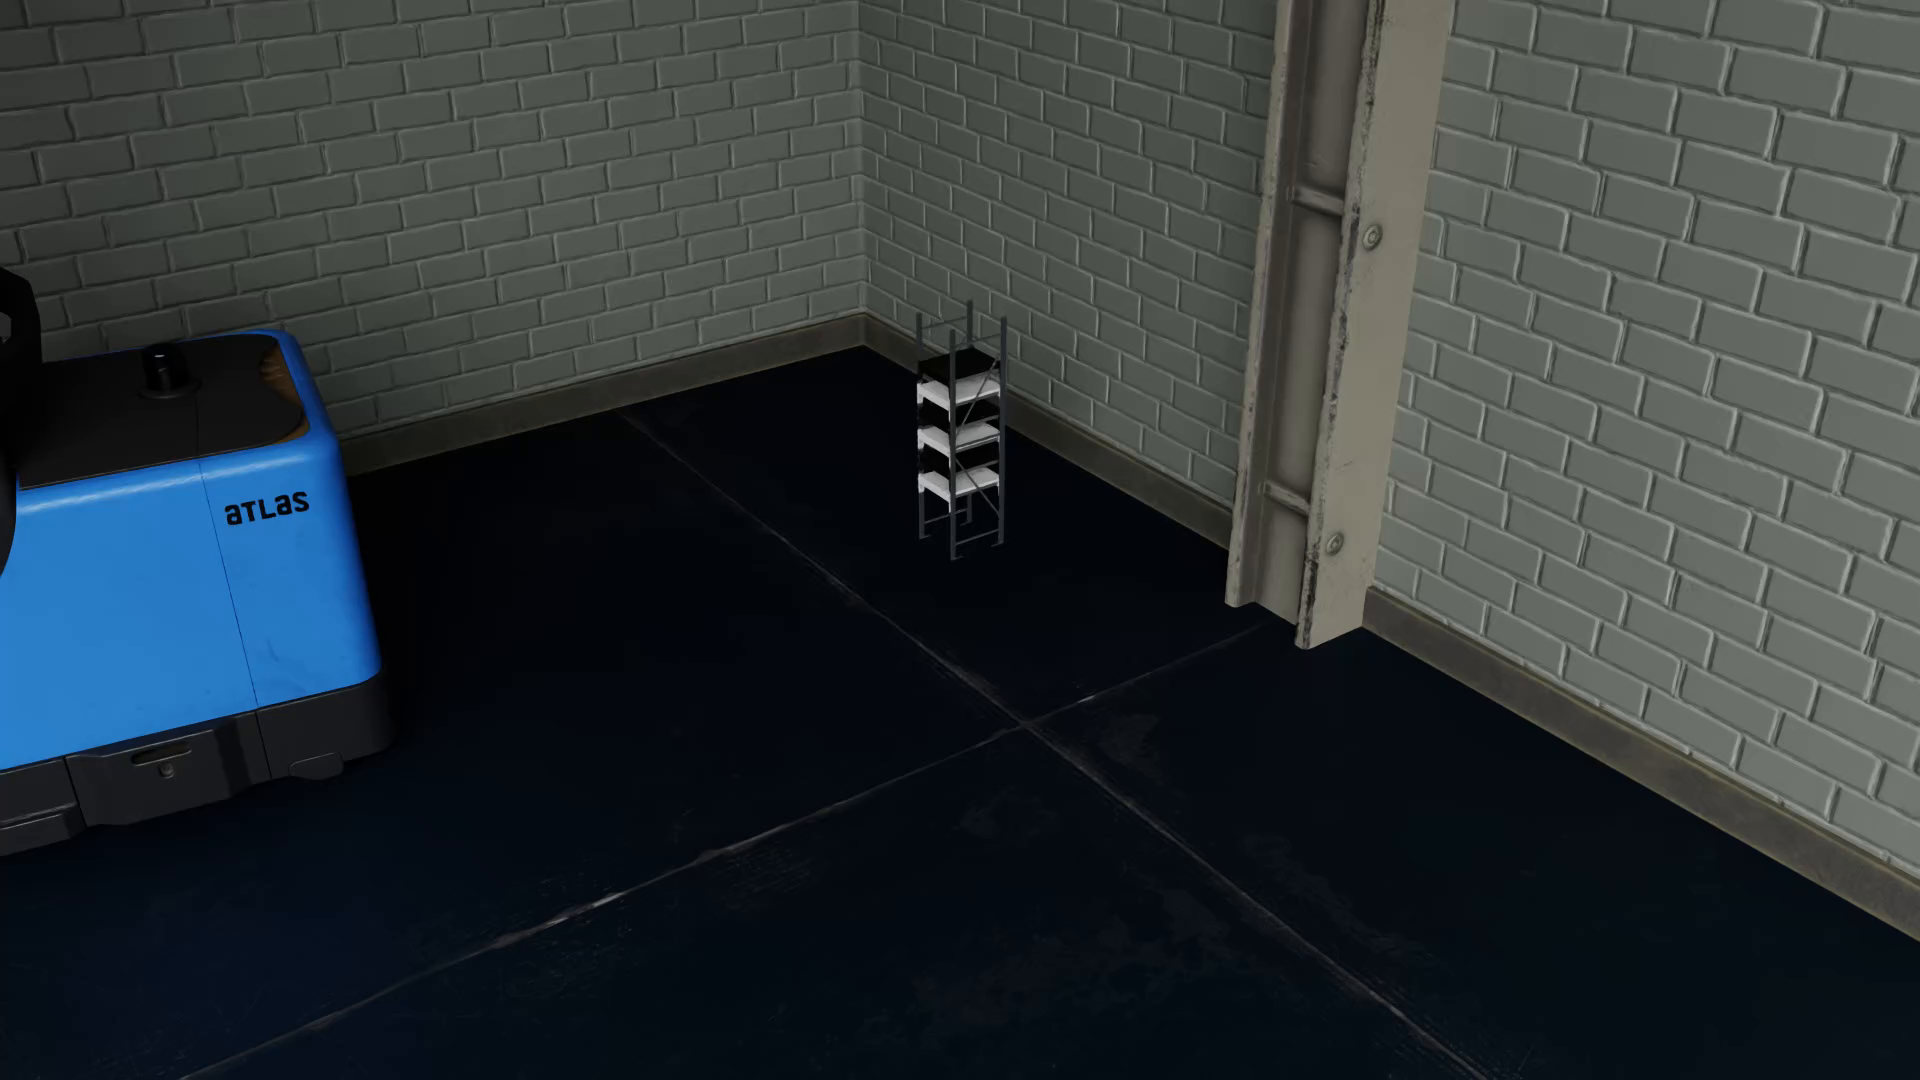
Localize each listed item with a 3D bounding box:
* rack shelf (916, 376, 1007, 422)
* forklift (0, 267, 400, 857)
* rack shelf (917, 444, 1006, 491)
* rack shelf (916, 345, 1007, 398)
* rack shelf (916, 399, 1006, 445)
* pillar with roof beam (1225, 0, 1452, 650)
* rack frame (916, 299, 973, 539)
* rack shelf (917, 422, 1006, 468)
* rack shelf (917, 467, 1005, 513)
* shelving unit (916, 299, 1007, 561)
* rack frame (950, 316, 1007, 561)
[{"bbox_3d":[0.005,-0.521,5.959,0.258,0.077,0.200,-19,34,-31],"label":"rack shelf"},{"bbox_3d":[-3.243,-0.509,4.116,3.031,2.935,1.130,-14,31,-23],"label":"forklift"},{"bbox_3d":[0.005,-0.284,6.088,0.258,0.077,0.200,-19,34,-31],"label":"rack shelf"},{"bbox_3d":[0.005,-0.600,5.916,0.258,0.077,0.200,-19,34,-31],"label":"rack shelf"},{"bbox_3d":[0.005,-0.442,6.002,0.258,0.077,0.200,-19,34,-31],"label":"rack shelf"},{"bbox_3d":[-2.340,-2.512,1.447,9.100,9.000,0.400,-19,34,-31],"label":"pillar with roof beam"},{"bbox_3d":[-0.054,-0.432,6.102,0.240,0.900,0.006,-19,34,-31],"label":"rack frame"},{"bbox_3d":[0.005,-0.363,6.045,0.258,0.077,0.200,-19,34,-31],"label":"rack shelf"},{"bbox_3d":[0.005,-0.205,6.131,0.258,0.077,0.200,-19,34,-31],"label":"rack shelf"},{"bbox_3d":[0.005,-0.392,6.029,0.258,0.900,0.210,-19,34,-31],"label":"shelving unit"},{"bbox_3d":[0.064,-0.353,5.957,0.240,0.900,0.006,-19,34,-31],"label":"rack frame"}]
